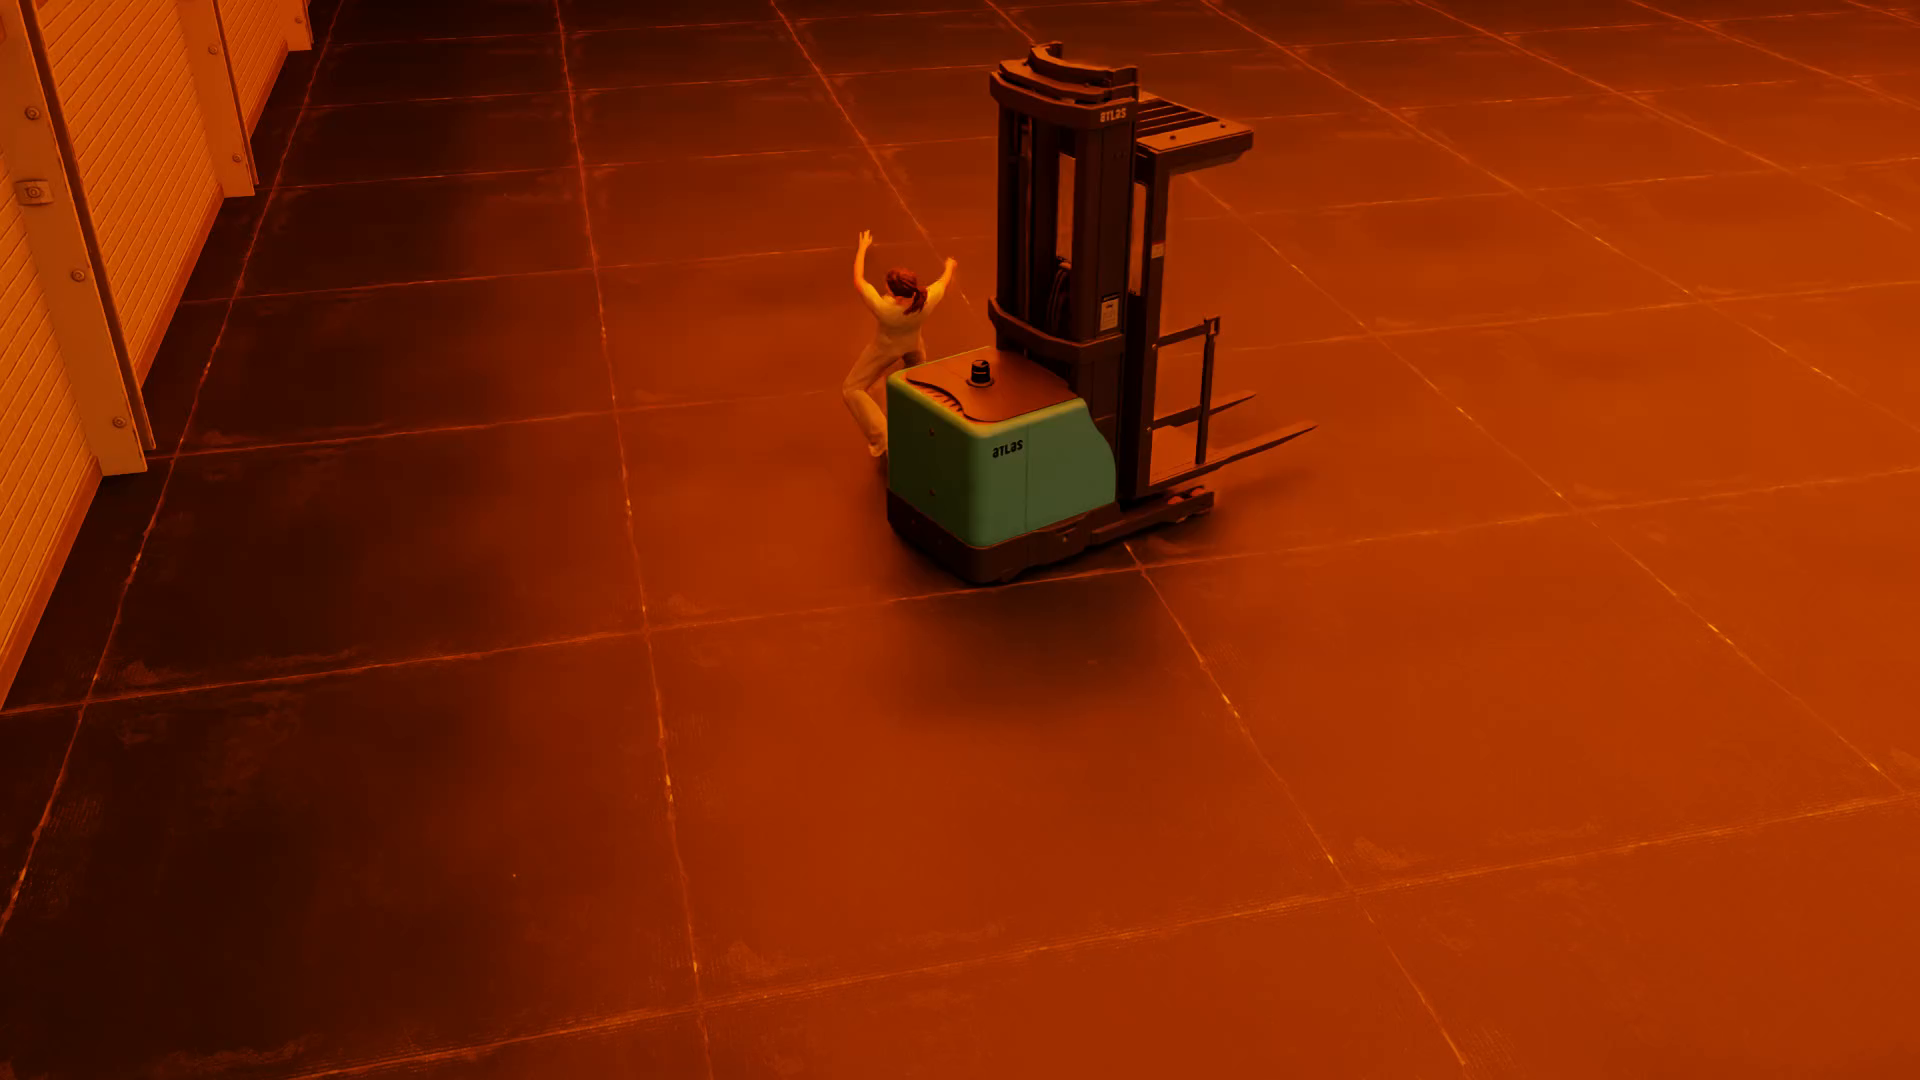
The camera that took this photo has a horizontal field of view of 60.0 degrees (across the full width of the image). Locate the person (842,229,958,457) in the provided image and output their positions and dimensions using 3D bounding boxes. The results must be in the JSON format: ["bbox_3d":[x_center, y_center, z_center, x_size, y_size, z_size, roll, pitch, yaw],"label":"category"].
[{"bbox_3d":[-0.312,-1.355,11.343,0.987,1.486,0.669,-21,36,-32],"label":"person"}]

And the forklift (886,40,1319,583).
[{"bbox_3d":[1.036,-1.576,10.298,3.031,2.935,1.130,-19,35,-30],"label":"forklift"}]
